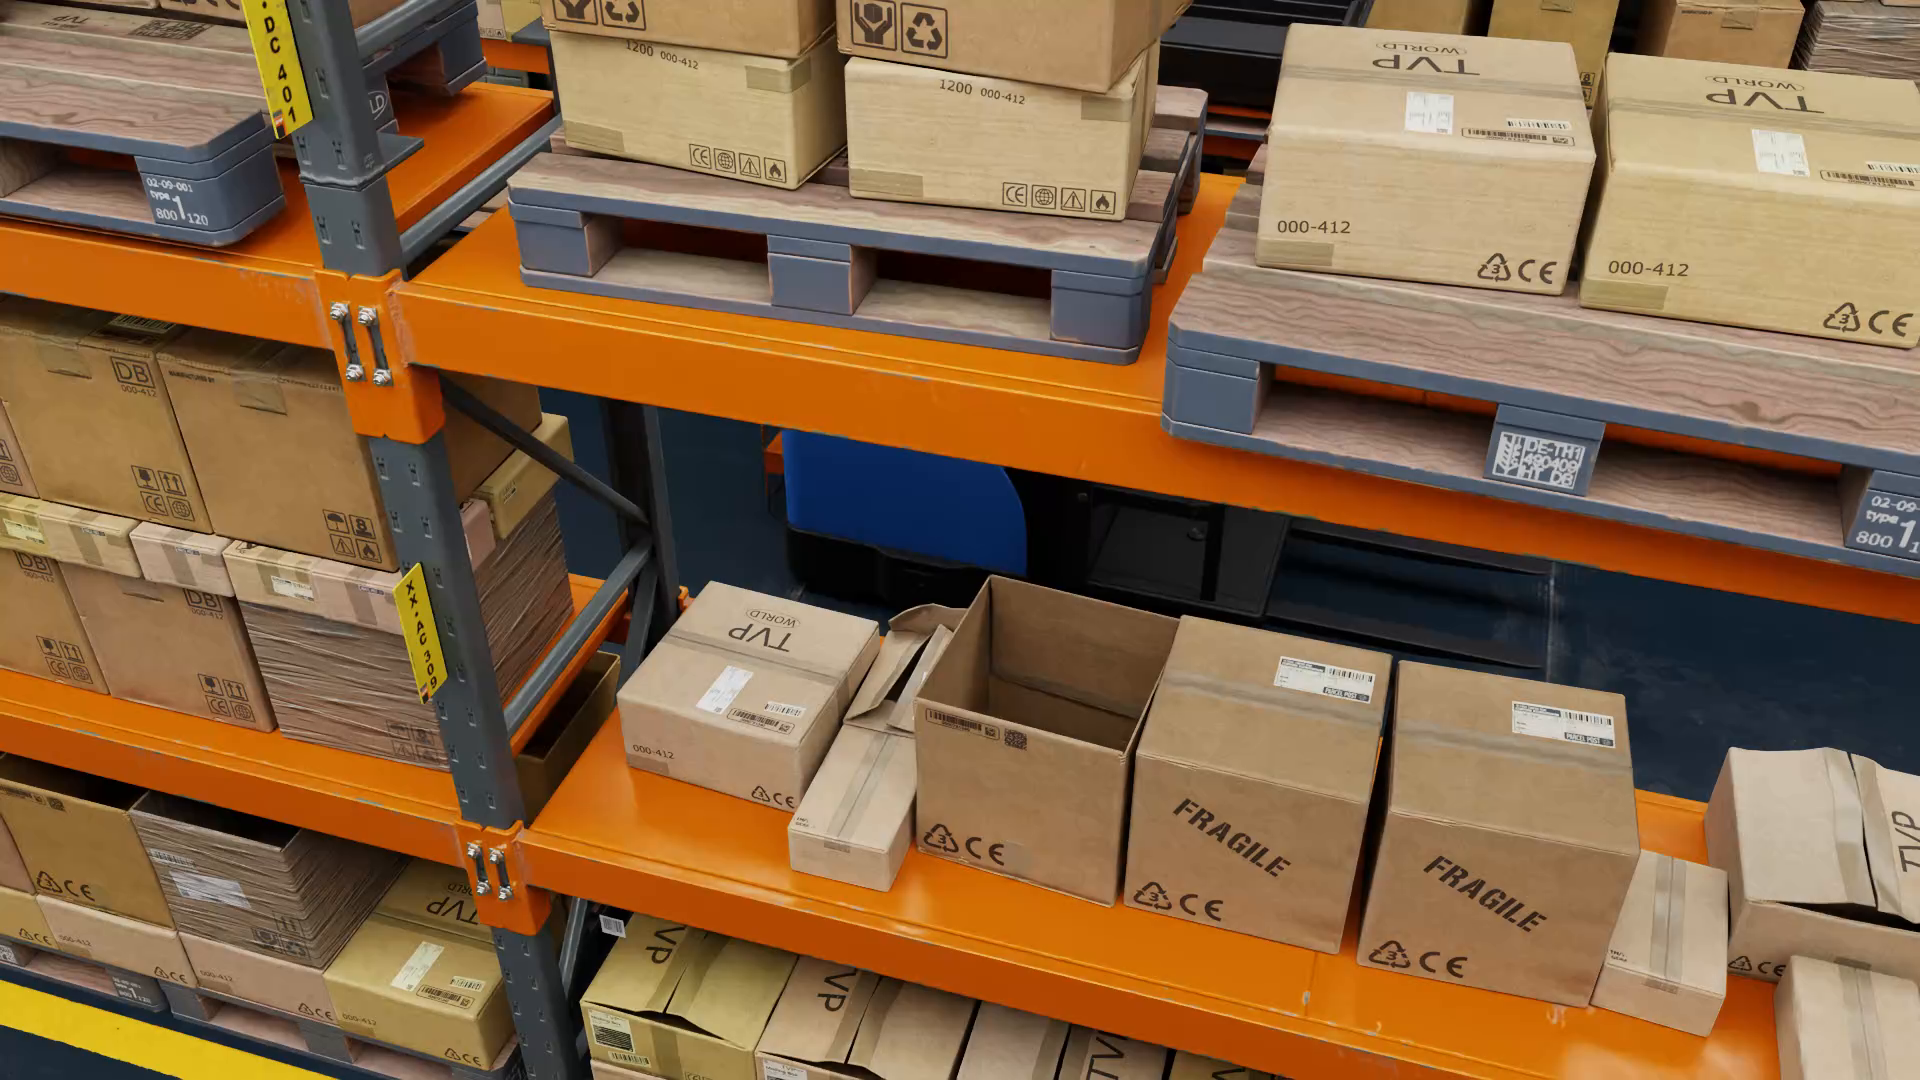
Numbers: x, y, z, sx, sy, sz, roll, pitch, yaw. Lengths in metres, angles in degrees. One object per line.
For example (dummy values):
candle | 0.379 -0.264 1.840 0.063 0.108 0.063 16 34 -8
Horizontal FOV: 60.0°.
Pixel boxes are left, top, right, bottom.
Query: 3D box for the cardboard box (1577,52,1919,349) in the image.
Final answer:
cardboard box | 1.304 -0.574 2.742 0.500 0.250 0.500 10 37 13

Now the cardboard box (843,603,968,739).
cardboard box | -0.122 0.379 4.317 0.258 0.266 0.396 10 37 13

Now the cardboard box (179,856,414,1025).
cardboard box | -1.998 1.160 5.109 0.500 0.250 0.500 10 38 14

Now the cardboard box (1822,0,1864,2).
cardboard box | 3.626 -2.394 6.969 0.250 0.149 0.380 5 37 6

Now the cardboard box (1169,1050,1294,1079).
cardboard box | 0.772 1.471 4.213 0.500 0.311 0.500 12 38 15

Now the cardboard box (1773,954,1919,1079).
cardboard box | 1.861 1.079 3.465 0.250 0.149 0.380 10 38 14

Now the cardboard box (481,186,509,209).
cardboard box | -2.727 -2.158 9.548 0.500 0.311 0.500 6 37 9

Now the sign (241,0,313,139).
sign | -1.180 -0.860 2.855 0.005 0.325 0.100 10 38 14

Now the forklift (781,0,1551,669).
forklift | 0.850 -0.995 6.129 3.031 2.935 1.130 11 38 15

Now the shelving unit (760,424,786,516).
shelving unit | -0.704 -0.563 7.129 0.252 1.050 0.215 11 38 15

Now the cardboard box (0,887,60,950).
cardboard box | -2.957 0.992 5.337 0.500 0.250 0.500 10 38 14

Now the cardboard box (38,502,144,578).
cardboard box | -2.076 -0.090 4.210 0.250 0.149 0.380 10 38 14

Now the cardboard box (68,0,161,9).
cardboard box | -1.933 -1.458 3.772 0.500 0.311 0.500 9 37 11

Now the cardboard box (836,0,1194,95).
cardboard box | 0.112 -1.126 2.859 0.500 0.500 0.500 14 39 18

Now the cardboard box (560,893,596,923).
cardboard box | -1.368 0.959 5.383 0.500 0.250 0.500 10 38 14

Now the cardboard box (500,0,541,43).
cardboard box | -2.005 -2.741 8.554 0.500 0.250 0.500 10 38 13

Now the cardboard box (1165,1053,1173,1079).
cardboard box | 0.278 1.605 4.505 0.500 0.250 0.500 9 37 12

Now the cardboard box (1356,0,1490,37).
cardboard box | 2.102 -2.436 7.574 0.500 0.500 0.700 16 39 20

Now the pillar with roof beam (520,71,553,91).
pillar with roof beam | -3.718 -3.583 4.526 0.400 9.000 9.100 10 38 14

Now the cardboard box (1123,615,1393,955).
cardboard box | 0.693 0.560 3.874 0.500 0.500 0.500 11 38 14

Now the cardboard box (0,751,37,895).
cardboard box | -2.957 0.690 5.114 0.500 0.500 0.500 10 38 14

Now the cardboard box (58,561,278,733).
cardboard box | -1.947 0.069 4.541 0.500 0.500 0.700 10 38 13

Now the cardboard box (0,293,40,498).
cardboard box | -2.402 -0.541 4.276 0.500 0.500 0.700 10 38 14

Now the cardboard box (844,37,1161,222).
cardboard box | 0.095 -0.833 3.093 0.500 0.250 0.500 7 37 9

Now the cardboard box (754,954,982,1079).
cardboard box | -0.219 1.292 4.457 0.500 0.311 0.500 10 38 13

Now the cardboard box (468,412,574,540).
cardboard box | -1.215 -0.185 4.339 0.250 0.149 0.380 10 38 14

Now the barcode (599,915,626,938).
barcode | -0.896 0.997 4.292 0.075 0.075 0.001 10 38 14

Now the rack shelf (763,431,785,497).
rack shelf | -0.704 -0.330 7.300 0.240 0.259 0.215 11 38 15

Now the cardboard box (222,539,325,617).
cardboard box | -1.575 0.001 4.087 0.250 0.149 0.380 10 37 13

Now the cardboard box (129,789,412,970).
cardboard box | -1.997 0.857 4.888 0.500 0.500 0.500 10 38 14

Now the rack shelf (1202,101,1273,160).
rack shelf | 2.367 -1.886 7.889 4.000 0.370 1.077 10 38 14

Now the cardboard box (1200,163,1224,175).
cardboard box | 1.165 -1.579 8.603 0.500 0.500 0.700 12 38 15

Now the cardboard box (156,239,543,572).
cardboard box | -1.441 -0.364 4.035 0.500 0.500 0.700 11 38 14

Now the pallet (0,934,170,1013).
pallet | -2.931 1.018 5.689 1.213 0.211 1.003 10 38 14

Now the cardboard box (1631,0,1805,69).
cardboard box | 3.283 -2.201 7.254 0.500 0.500 0.700 7 37 10

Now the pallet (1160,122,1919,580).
pallet | 1.059 -0.417 2.914 1.213 0.211 1.003 12 38 16

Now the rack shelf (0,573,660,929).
rack shelf | -2.925 0.210 5.041 4.000 0.370 1.077 10 38 14

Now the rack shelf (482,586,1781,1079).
rack shelf | 0.893 0.917 4.080 4.000 0.370 1.077 10 38 14

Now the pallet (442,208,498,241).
pallet | -2.523 -1.937 9.703 1.213 0.211 1.003 10 38 14

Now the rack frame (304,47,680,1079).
rack frame | -1.016 0.274 4.348 0.127 3.000 1.000 10 38 14

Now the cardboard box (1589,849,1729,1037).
cardboard box | 1.568 0.888 3.724 0.250 0.149 0.380 13 38 17

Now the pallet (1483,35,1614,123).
pallet | 2.374 -2.072 7.697 1.213 0.211 1.003 10 38 14
